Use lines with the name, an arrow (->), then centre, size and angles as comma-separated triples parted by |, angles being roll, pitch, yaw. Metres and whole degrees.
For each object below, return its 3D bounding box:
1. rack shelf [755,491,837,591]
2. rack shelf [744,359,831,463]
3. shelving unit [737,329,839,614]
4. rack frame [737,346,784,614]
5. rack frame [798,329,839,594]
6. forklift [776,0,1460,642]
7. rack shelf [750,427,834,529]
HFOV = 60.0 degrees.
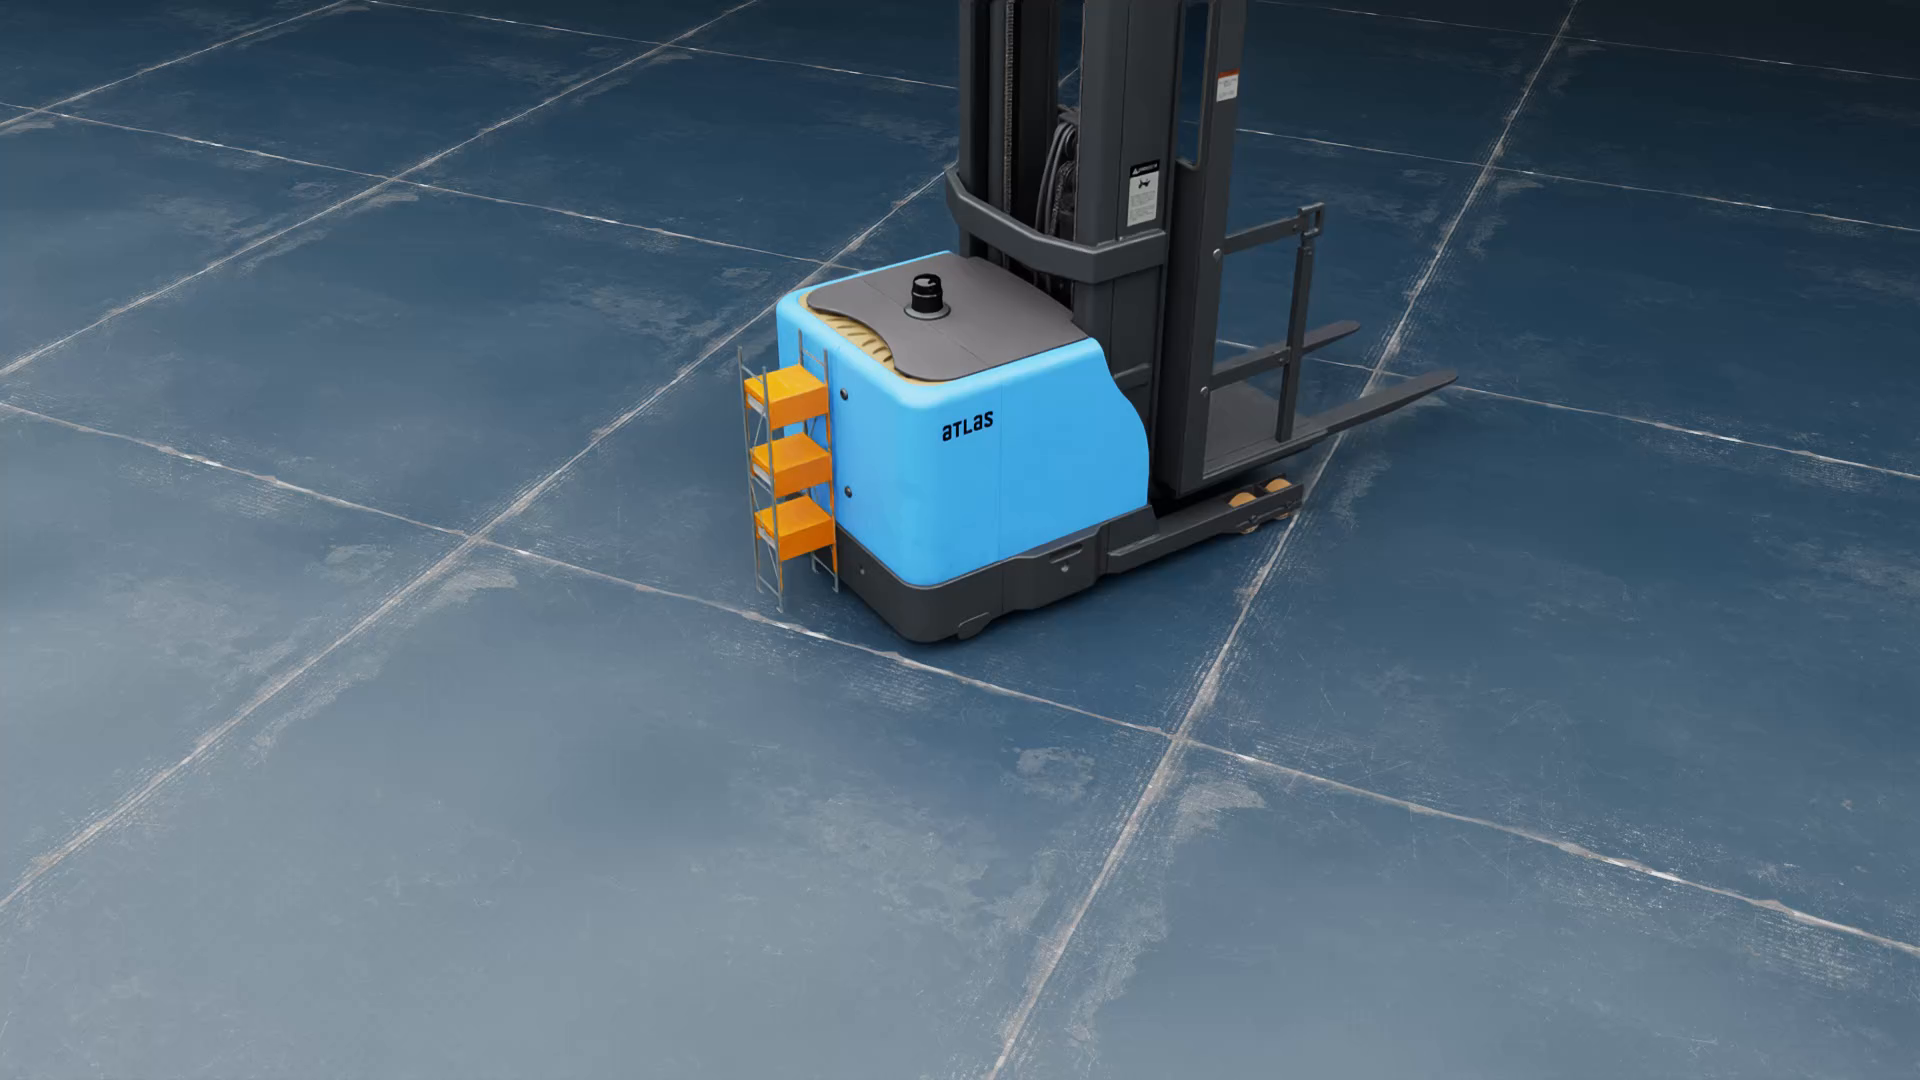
rack shelf -> -0.628, 0.002, 6.316 | 0.240, 0.259, 0.215 | -20, 38, -28
rack shelf -> -0.628, -0.468, 6.008 | 0.240, 0.259, 0.215 | -20, 38, -28
shelving unit -> -0.628, -0.240, 6.158 | 0.252, 1.050, 0.215 | -20, 38, -28
rack frame -> -0.729, -0.202, 6.101 | 0.008, 1.050, 0.200 | -20, 38, -28
rack frame -> -0.526, -0.277, 6.215 | 0.008, 1.050, 0.200 | -20, 38, -28
forklift -> 0.809, -1.472, 6.321 | 3.031, 2.935, 1.130 | -20, 38, -28
rack shelf -> -0.628, -0.231, 6.164 | 0.240, 0.259, 0.215 | -20, 38, -28
